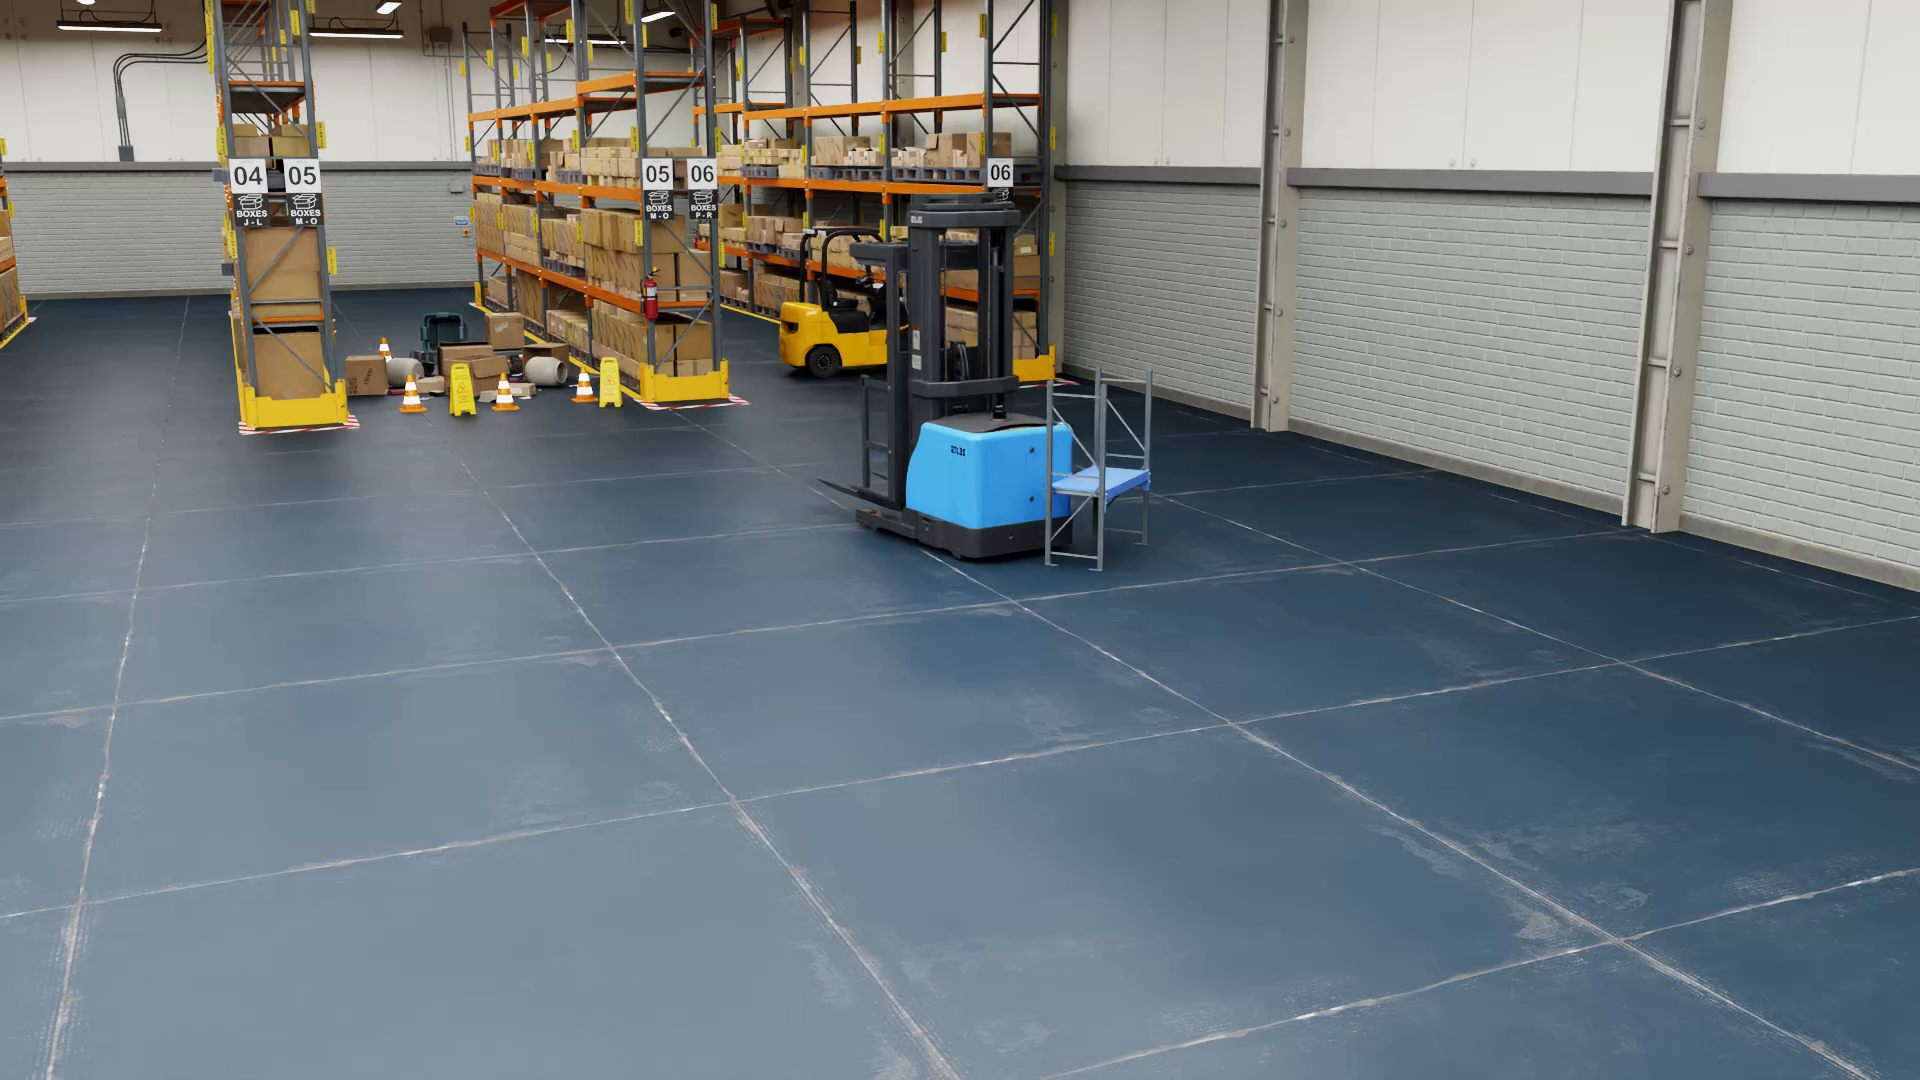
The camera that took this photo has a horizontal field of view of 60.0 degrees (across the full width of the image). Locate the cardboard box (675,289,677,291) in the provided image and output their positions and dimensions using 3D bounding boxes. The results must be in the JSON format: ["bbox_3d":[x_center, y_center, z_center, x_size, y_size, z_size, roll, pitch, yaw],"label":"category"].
[{"bbox_3d":[-3.786,-3.398,22.958,0.380,0.149,0.250,-5,14,-22],"label":"cardboard box"}]

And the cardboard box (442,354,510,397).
[{"bbox_3d":[-6.749,-2.299,23.187,0.637,0.503,0.797,6,14,26],"label":"cardboard box"}]

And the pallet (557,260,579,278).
[{"bbox_3d":[-6.100,-4.535,27.737,1.003,0.211,1.213,-6,14,-23],"label":"pallet"}]

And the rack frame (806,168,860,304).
[{"bbox_3d":[-2.384,-5.483,31.407,1.000,3.000,0.127,-6,14,-23],"label":"rack frame"}]

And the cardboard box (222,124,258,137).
[{"bbox_3d":[-8.667,-4.933,20.013,0.380,0.149,0.250,-5,14,-22],"label":"cardboard box"}]

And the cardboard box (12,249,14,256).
[{"bbox_3d":[-18.771,-5.625,32.580,0.380,0.149,0.250,-5,14,-22],"label":"cardboard box"}]

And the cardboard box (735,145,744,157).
[{"bbox_3d":[-4.409,-8.169,34.923,0.500,0.250,0.500,-6,14,-23],"label":"cardboard box"}]

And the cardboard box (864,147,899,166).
[{"bbox_3d":[-1.295,-6.455,28.001,0.500,0.311,0.500,-6,14,-25],"label":"cardboard box"}]

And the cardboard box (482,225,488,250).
[{"bbox_3d":[-9.790,-6.401,35.155,0.500,0.500,0.500,-6,14,-23],"label":"cardboard box"}]

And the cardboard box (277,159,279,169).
[{"bbox_3d":[-9.076,-5.127,22.622,0.380,0.149,0.250,-6,14,-23],"label":"cardboard box"}]

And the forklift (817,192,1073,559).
[{"bbox_3d":[-0.273,-1.556,14.593,1.130,2.935,3.031,-8,15,-32],"label":"forklift"}]

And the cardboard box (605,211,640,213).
[{"bbox_3d":[-4.697,-4.464,23.908,0.700,0.500,0.500,-6,14,-23],"label":"cardboard box"}]

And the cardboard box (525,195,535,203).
[{"bbox_3d":[-8.539,-6.852,33.446,0.380,0.149,0.250,-5,14,-22],"label":"cardboard box"}]

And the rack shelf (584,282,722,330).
[{"bbox_3d":[-4.527,-3.444,24.192,1.077,0.370,4.000,-6,14,-23],"label":"rack shelf"}]

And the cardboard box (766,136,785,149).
[{"bbox_3d":[-3.801,-8.191,34.283,0.396,0.266,0.258,-6,14,-24],"label":"cardboard box"}]

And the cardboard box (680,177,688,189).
[{"bbox_3d":[-3.561,-4.818,22.438,0.380,0.149,0.250,-6,14,-23],"label":"cardboard box"}]

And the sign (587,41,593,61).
[{"bbox_3d":[-6.437,-8.501,28.897,0.100,0.325,0.005,-6,14,-23],"label":"sign"}]

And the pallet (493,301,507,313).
[{"bbox_3d":[-9.258,-4.918,35.152,1.003,0.211,1.213,-6,14,-23],"label":"pallet"}]

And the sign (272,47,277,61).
[{"bbox_3d":[-12.521,-8.898,30.438,0.100,0.325,0.005,-6,14,-23],"label":"sign"}]

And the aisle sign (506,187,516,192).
[{"bbox_3d":[-9.880,-7.996,36.500,0.394,0.787,0.004,-6,14,-23],"label":"aisle sign"}]

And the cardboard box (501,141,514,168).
[{"bbox_3d":[-8.445,-7.367,31.741,0.500,0.500,0.500,-6,14,-24],"label":"cardboard box"}]

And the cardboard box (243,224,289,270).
[{"bbox_3d":[-8.639,-3.698,20.966,0.875,0.550,0.550,-6,14,-23],"label":"cardboard box"}]

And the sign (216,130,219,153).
[{"bbox_3d":[-10.316,-5.555,23.222,0.100,0.325,0.005,-6,14,-23],"label":"sign"}]

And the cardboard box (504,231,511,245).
[{"bbox_3d":[-8.615,-5.914,32.495,0.500,0.250,0.500,-6,14,-25],"label":"cardboard box"}]

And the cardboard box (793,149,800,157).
[{"bbox_3d":[-2.954,-7.369,31.692,0.380,0.149,0.250,-6,14,-25],"label":"cardboard box"}]

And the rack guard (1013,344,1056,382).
[{"bbox_3d":[0.831,-2.607,24.526,1.175,0.500,0.348,-6,14,-23],"label":"rack guard"}]

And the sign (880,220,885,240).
[{"bbox_3d":[-1.275,-5.131,27.495,0.100,0.325,0.005,-6,14,-23],"label":"sign"}]

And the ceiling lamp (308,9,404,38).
[{"bbox_3d":[-13.432,-12.789,36.723,2.000,3.185,0.800,-6,14,-23],"label":"ceiling lamp"}]

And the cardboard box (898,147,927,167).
[{"bbox_3d":[-0.671,-6.134,26.612,0.500,0.311,0.500,-5,14,-22],"label":"cardboard box"}]

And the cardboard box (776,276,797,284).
[{"bbox_3d":[-3.506,-5.250,33.574,0.380,0.149,0.250,-5,14,-21],"label":"cardboard box"}]

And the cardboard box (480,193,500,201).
[{"bbox_3d":[-9.955,-7.276,35.275,0.380,0.149,0.250,-6,14,-25],"label":"cardboard box"}]

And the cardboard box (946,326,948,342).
[{"bbox_3d":[-0.078,-3.220,25.689,0.500,0.250,0.500,-6,14,-24],"label":"cardboard box"}]

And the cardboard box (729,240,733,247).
[{"bbox_3d":[-4.804,-6.440,36.101,0.380,0.149,0.250,-6,14,-24],"label":"cardboard box"}]

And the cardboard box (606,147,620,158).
[{"bbox_3d":[-4.777,-5.465,23.468,0.380,0.149,0.250,-5,14,-22],"label":"cardboard box"}]

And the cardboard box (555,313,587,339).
[{"bbox_3d":[-6.410,-3.689,28.552,0.950,0.372,0.625,-6,14,-24],"label":"cardboard box"}]

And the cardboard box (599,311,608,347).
[{"bbox_3d":[-5.114,-3.182,24.969,0.500,0.500,0.500,-5,14,-21],"label":"cardboard box"}]

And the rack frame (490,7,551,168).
[{"bbox_3d":[-8.533,-8.783,32.361,1.000,3.000,0.127,-6,14,-23],"label":"rack frame"}]

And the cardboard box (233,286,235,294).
[{"bbox_3d":[-14.527,-5.075,33.719,0.380,0.149,0.250,-6,14,-23],"label":"cardboard box"}]

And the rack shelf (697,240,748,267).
[{"bbox_3d":[-4.787,-6.372,36.844,1.077,0.370,4.000,-6,14,-23],"label":"rack shelf"}]

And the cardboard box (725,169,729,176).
[{"bbox_3d":[-4.877,-7.964,36.030,0.380,0.149,0.250,-5,14,-22],"label":"cardboard box"}]

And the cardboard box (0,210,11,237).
[{"bbox_3d":[-18.779,-6.152,32.307,0.500,0.500,0.500,-5,14,-22],"label":"cardboard box"}]

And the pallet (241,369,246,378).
[{"bbox_3d":[-10.201,-2.533,24.848,1.003,0.211,1.213,-6,14,-23],"label":"pallet"}]

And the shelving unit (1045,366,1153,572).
[{"bbox_3d":[1.147,-0.609,13.674,0.538,1.500,1.048,6,15,26],"label":"shelving unit"}]

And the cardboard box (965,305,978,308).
[{"bbox_3d":[0.408,-3.506,25.814,0.500,0.250,0.500,-6,14,-23],"label":"cardboard box"}]

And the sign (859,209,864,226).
[{"bbox_3d":[-1.876,-6.098,31.496,0.100,0.325,0.005,-6,14,-23],"label":"sign"}]

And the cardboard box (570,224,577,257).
[{"bbox_3d":[-5.923,-4.783,26.569,0.500,0.500,0.500,-6,14,-23],"label":"cardboard box"}]

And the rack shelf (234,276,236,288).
[{"bbox_3d":[-12.226,-4.629,29.311,1.077,0.370,4.000,-6,14,-23],"label":"rack shelf"}]

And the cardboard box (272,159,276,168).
[{"bbox_3d":[-9.836,-5.536,24.129,0.258,0.266,0.396,-6,14,-24],"label":"cardboard box"}]

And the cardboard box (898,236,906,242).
[{"bbox_3d":[-0.790,-4.878,27.134,0.380,0.149,0.250,-5,14,-22],"label":"cardboard box"}]
